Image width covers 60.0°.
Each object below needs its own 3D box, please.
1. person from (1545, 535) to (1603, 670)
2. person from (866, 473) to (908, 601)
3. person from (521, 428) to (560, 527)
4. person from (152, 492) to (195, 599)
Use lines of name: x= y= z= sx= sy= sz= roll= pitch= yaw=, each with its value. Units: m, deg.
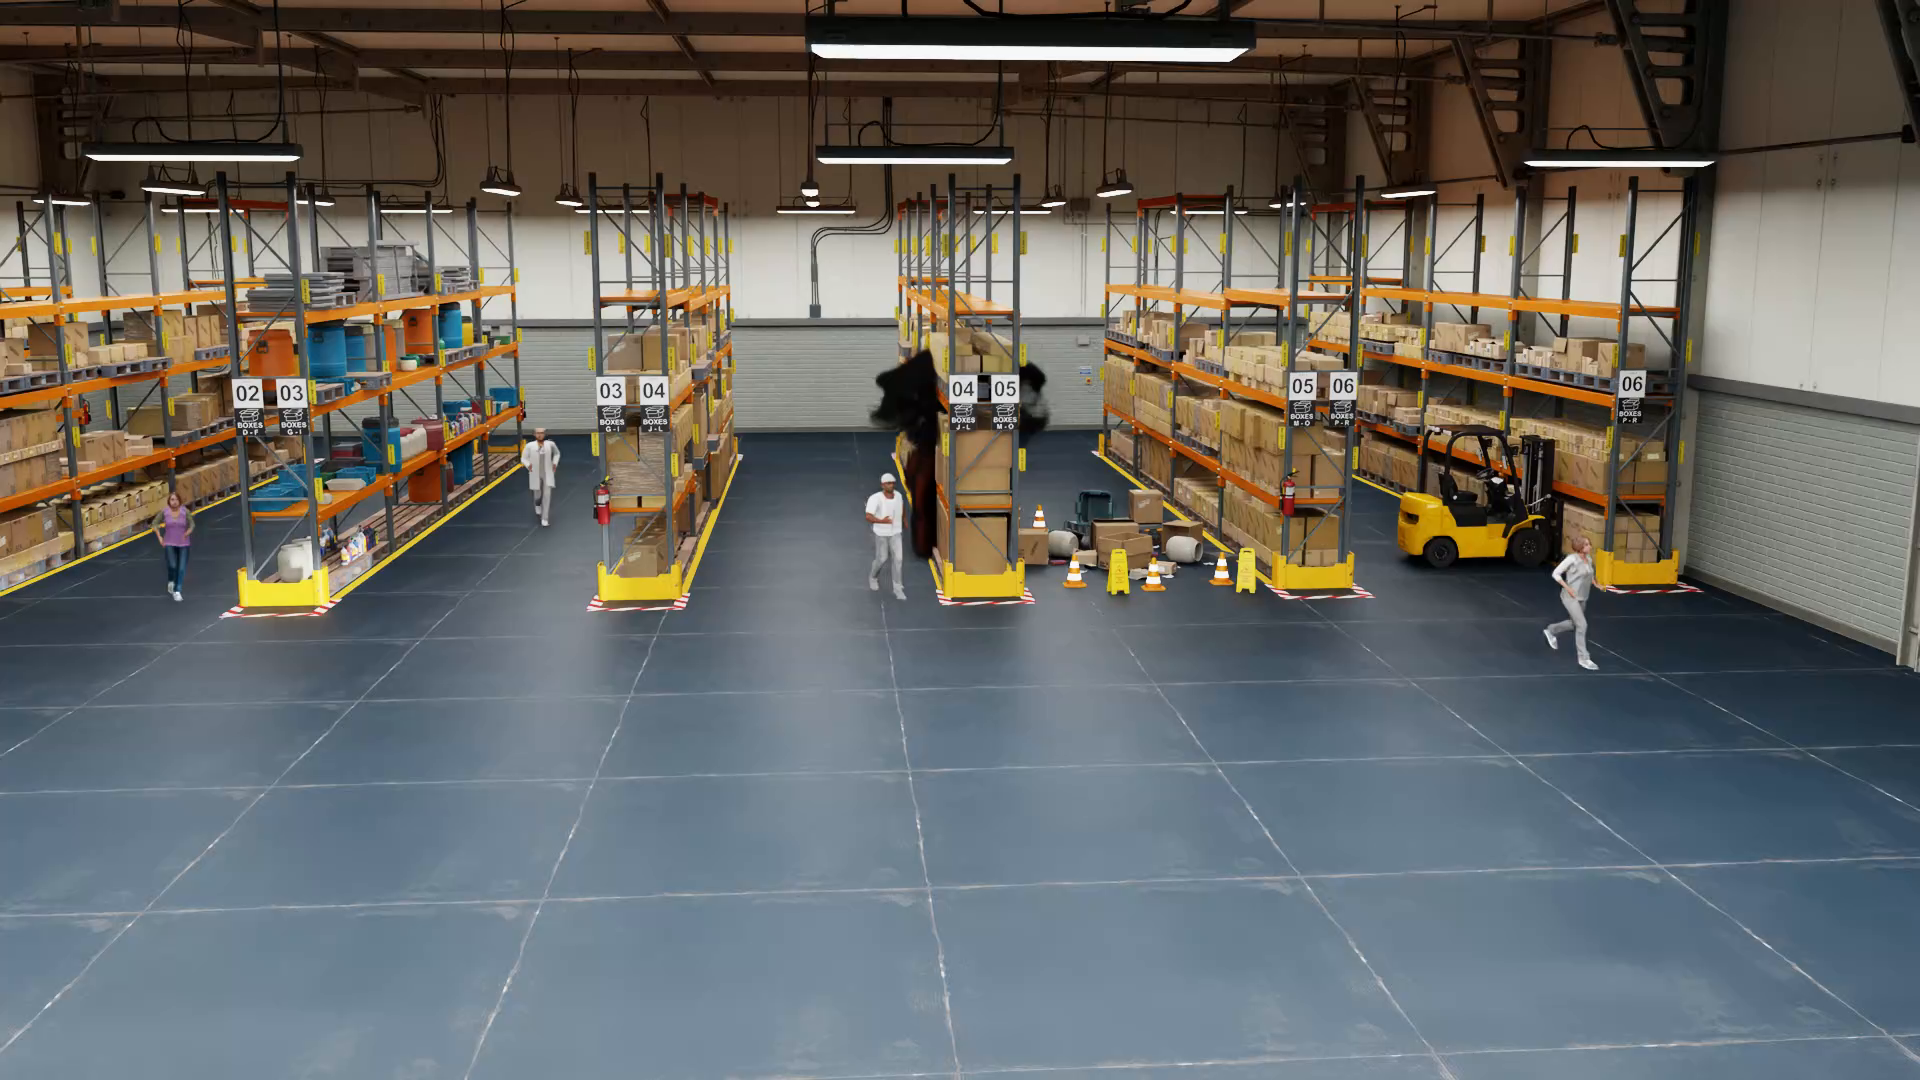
person: x=7.384 y=0.720 z=20.093 sx=0.545 sy=1.593 sz=0.842 roll=-7 pitch=12 yaw=-33
person: x=-1.047 y=-0.068 z=23.983 sx=0.719 sy=1.813 sz=0.834 roll=-6 pitch=11 yaw=-29
person: x=-7.624 y=-1.172 z=30.320 sx=0.712 sy=1.764 sz=0.918 roll=-3 pitch=11 yaw=-17
person: x=-11.178 y=0.090 z=23.722 sx=0.541 sy=1.556 sz=0.545 roll=-6 pitch=12 yaw=-30
